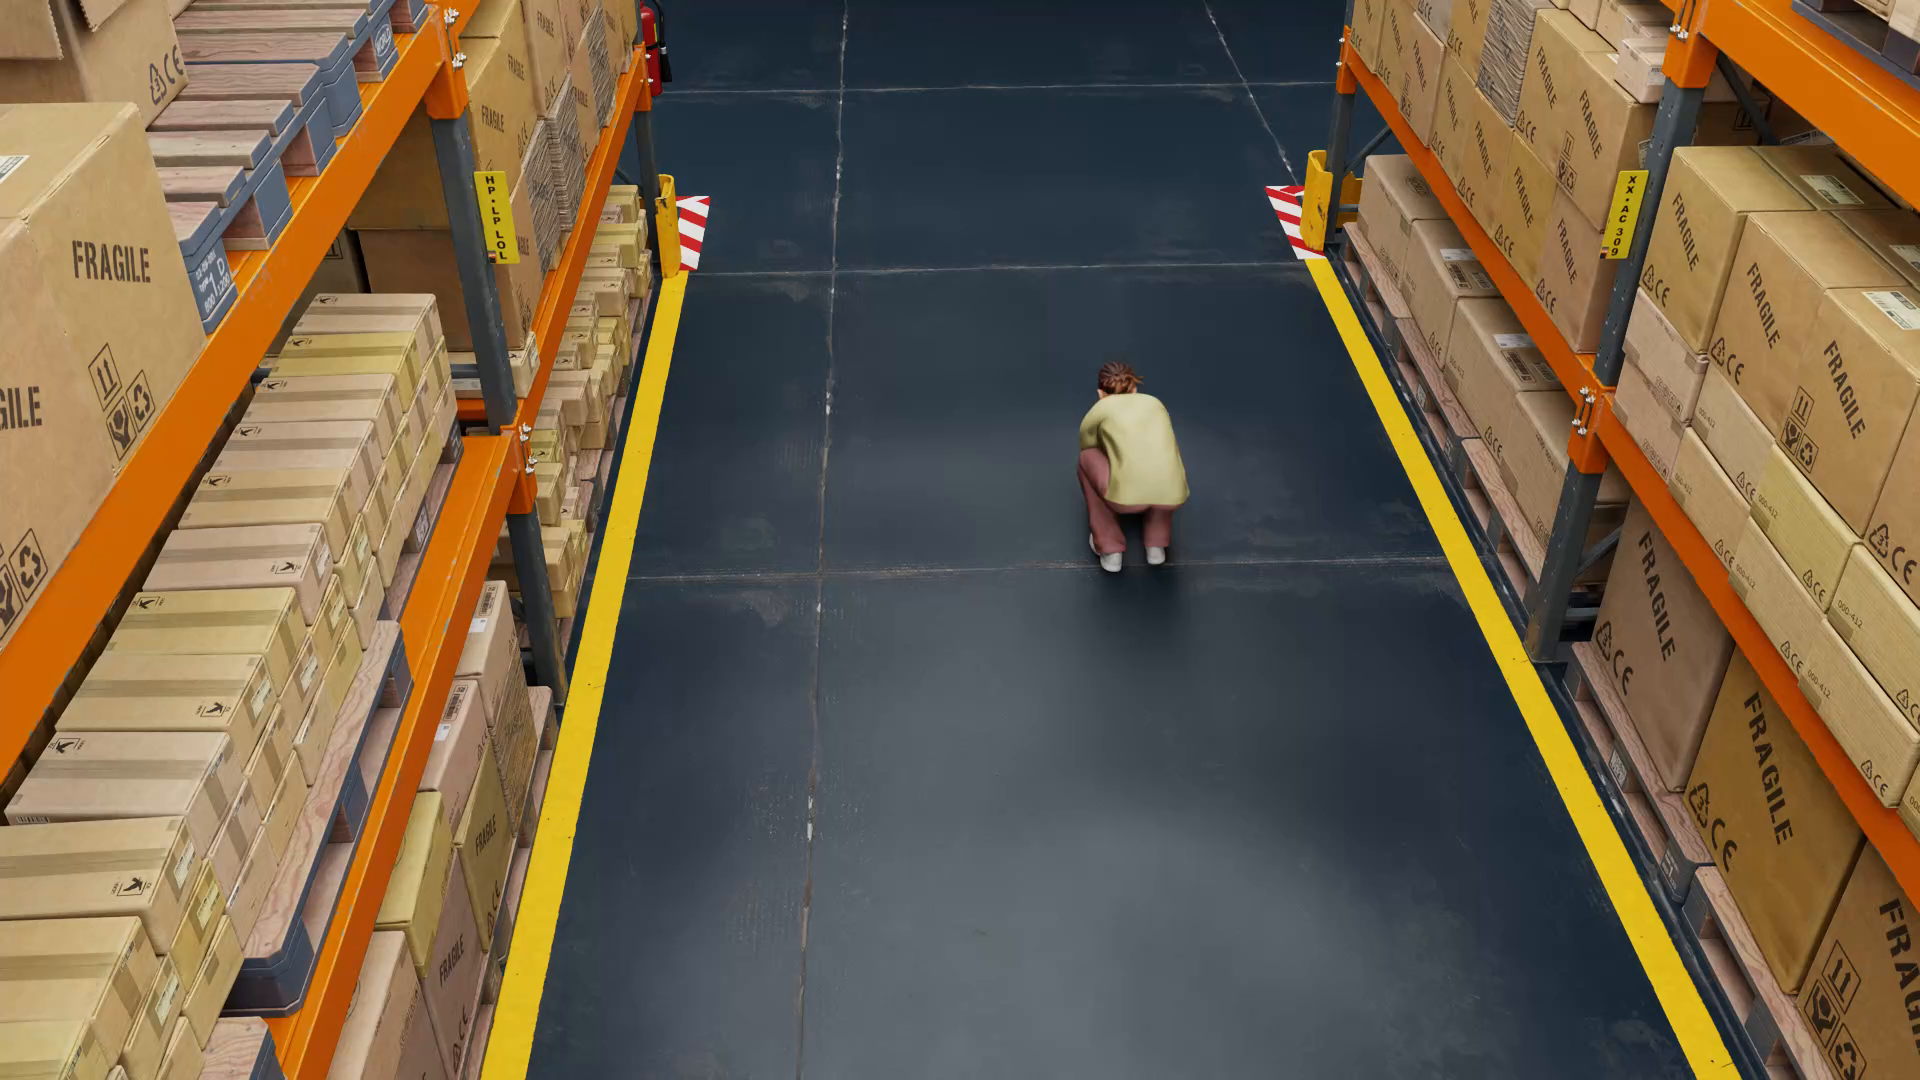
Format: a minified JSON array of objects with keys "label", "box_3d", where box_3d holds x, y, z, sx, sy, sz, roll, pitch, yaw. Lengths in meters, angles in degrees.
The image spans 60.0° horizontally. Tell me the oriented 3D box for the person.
[{"label":"person","box_3d":[0.759,-0.317,7.425,0.455,0.770,0.856,-2,35,-3]}]
